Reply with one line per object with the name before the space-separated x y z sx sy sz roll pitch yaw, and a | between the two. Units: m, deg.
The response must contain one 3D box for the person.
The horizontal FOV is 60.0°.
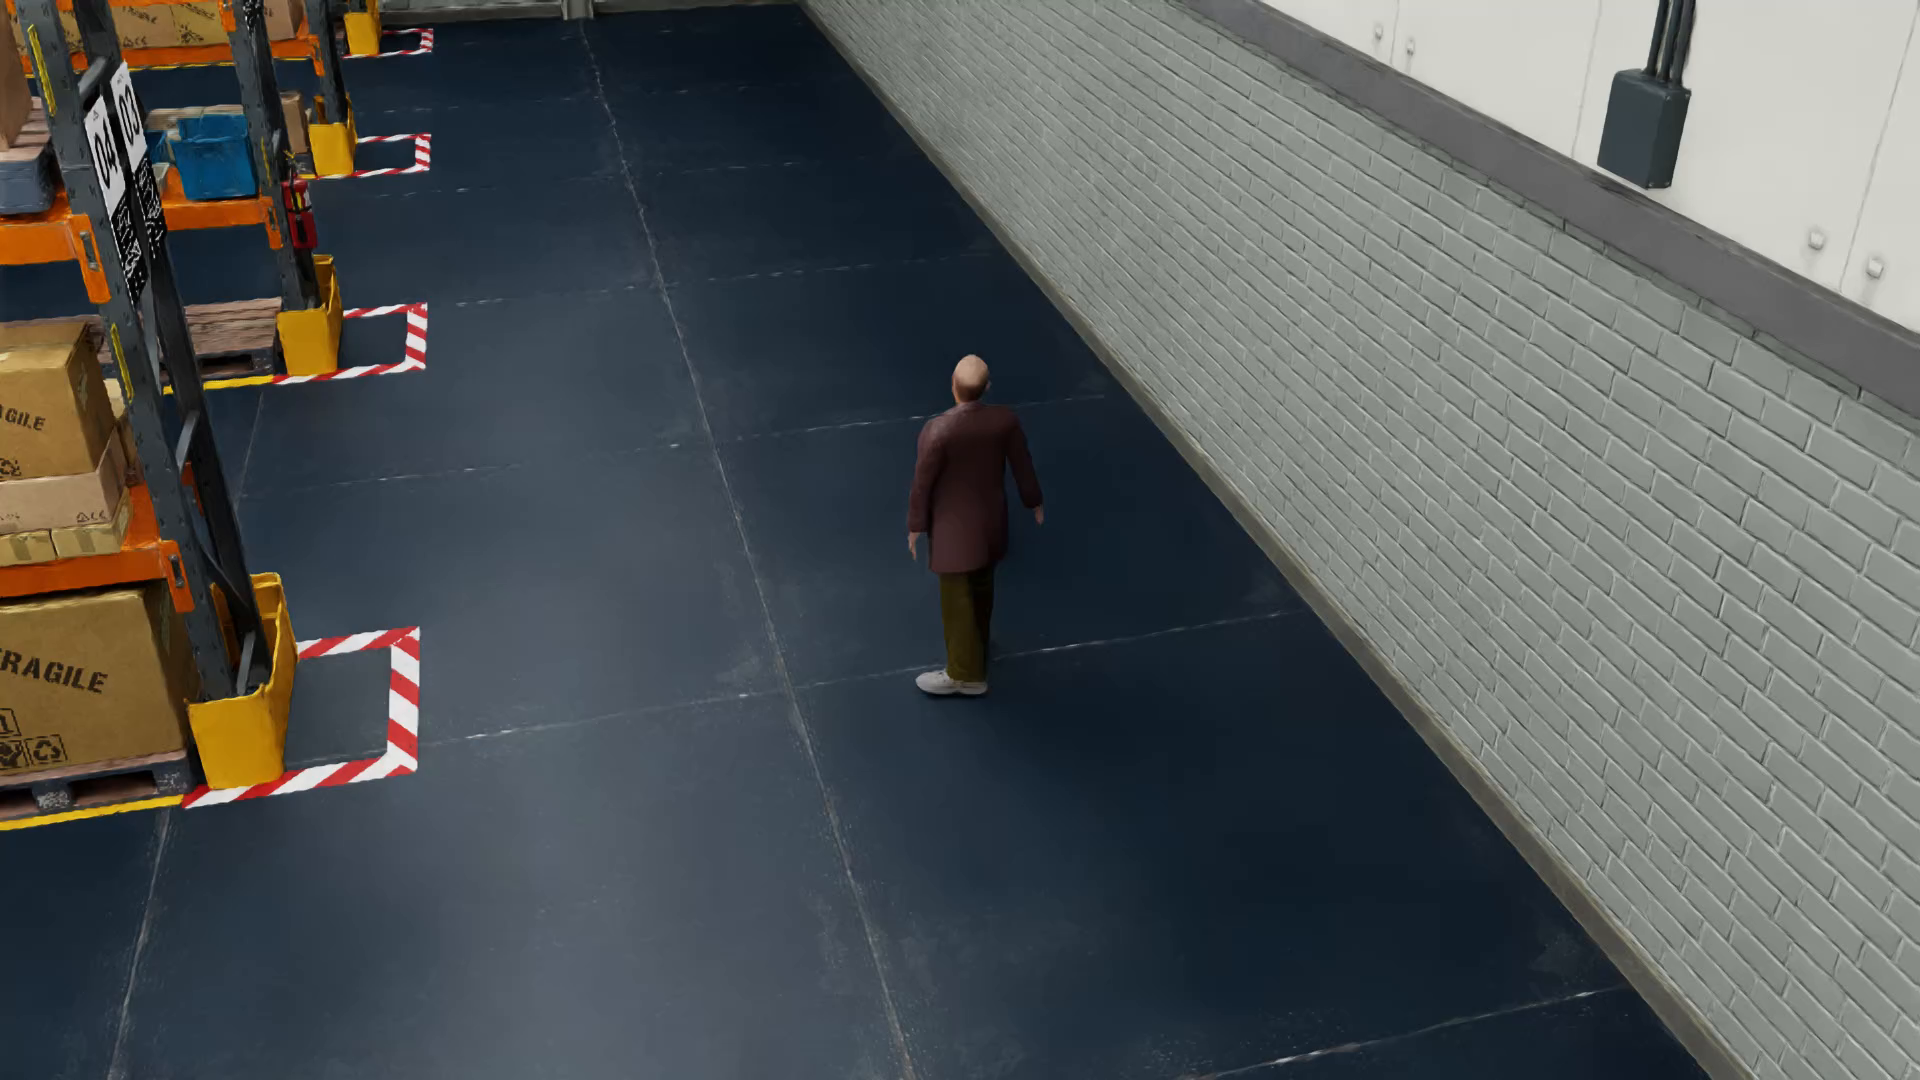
person | 0.063 -0.128 8.469 0.791 1.774 0.690 -16 33 -25
